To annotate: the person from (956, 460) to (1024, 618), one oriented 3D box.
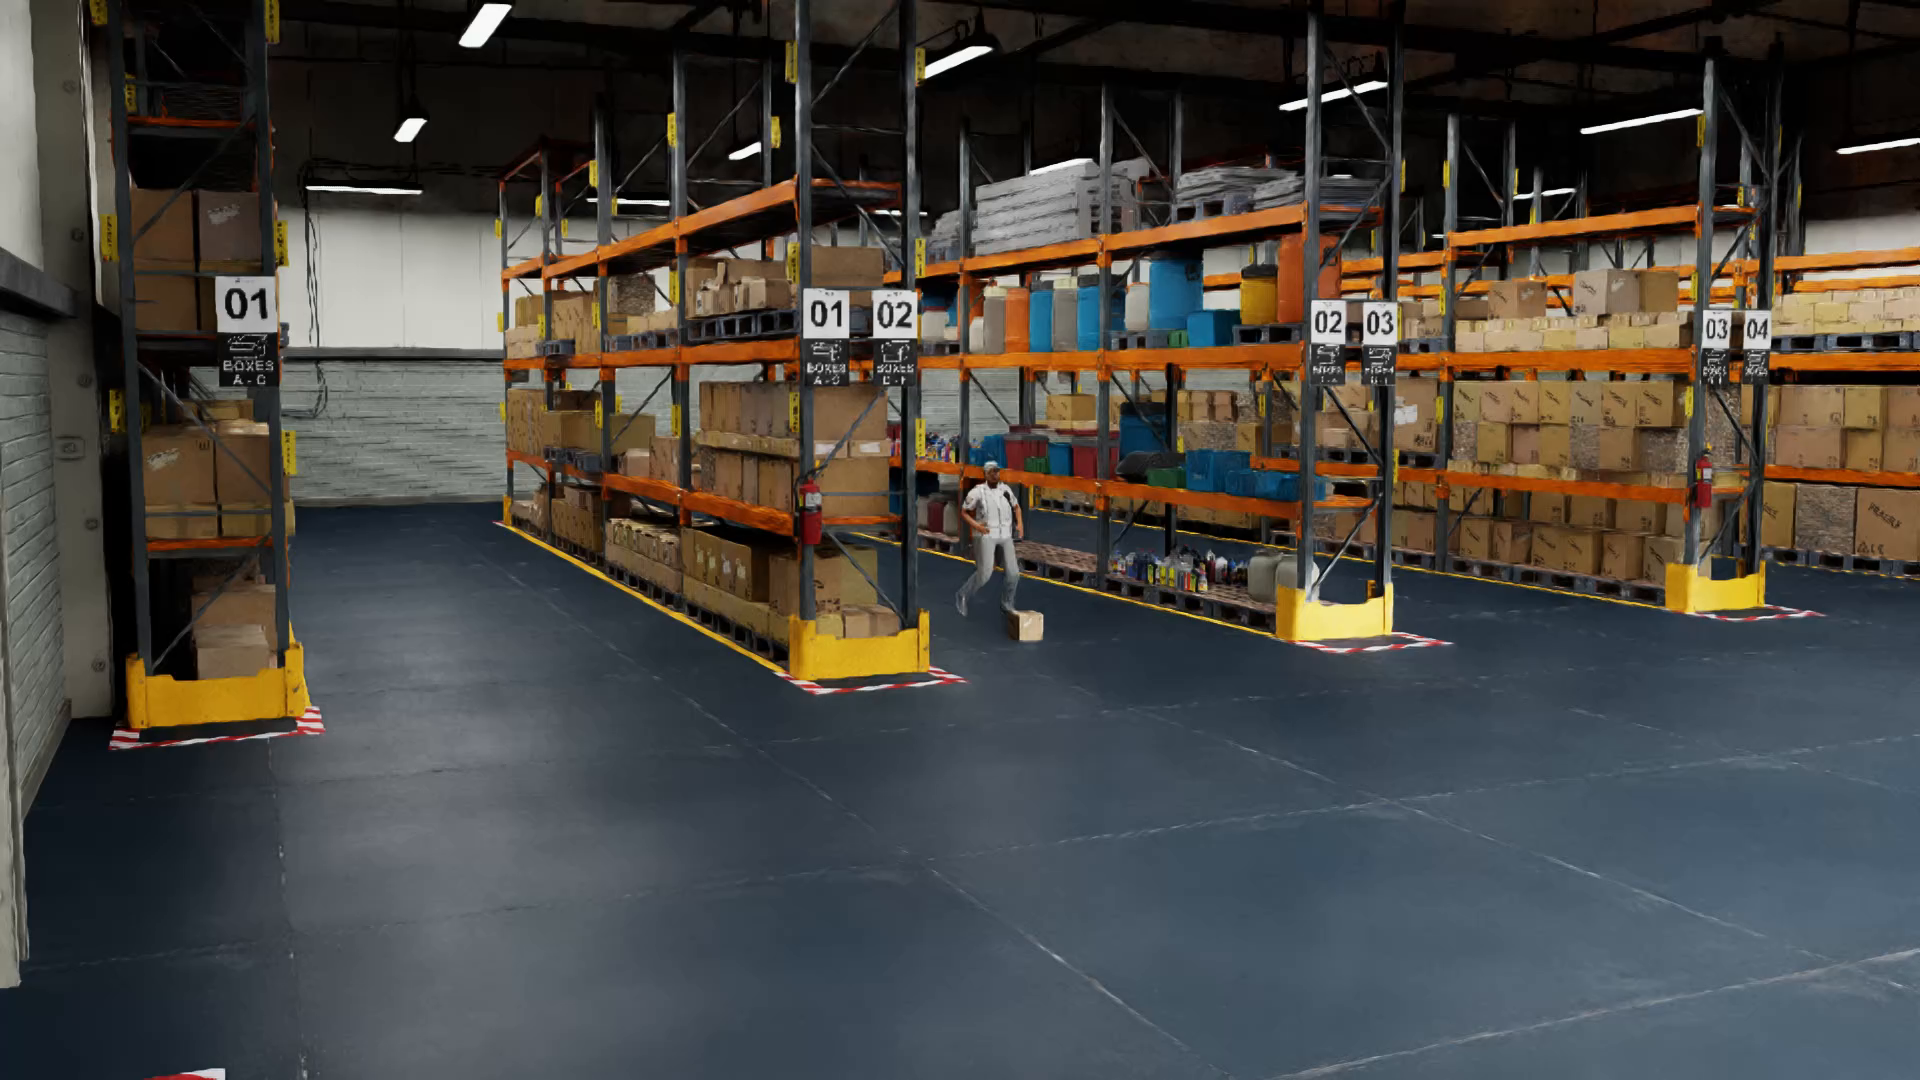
[{"bbox_3d":[0.343,-0.003,17.216,0.741,1.640,0.476,-3,6,-27],"label":"person"}]
